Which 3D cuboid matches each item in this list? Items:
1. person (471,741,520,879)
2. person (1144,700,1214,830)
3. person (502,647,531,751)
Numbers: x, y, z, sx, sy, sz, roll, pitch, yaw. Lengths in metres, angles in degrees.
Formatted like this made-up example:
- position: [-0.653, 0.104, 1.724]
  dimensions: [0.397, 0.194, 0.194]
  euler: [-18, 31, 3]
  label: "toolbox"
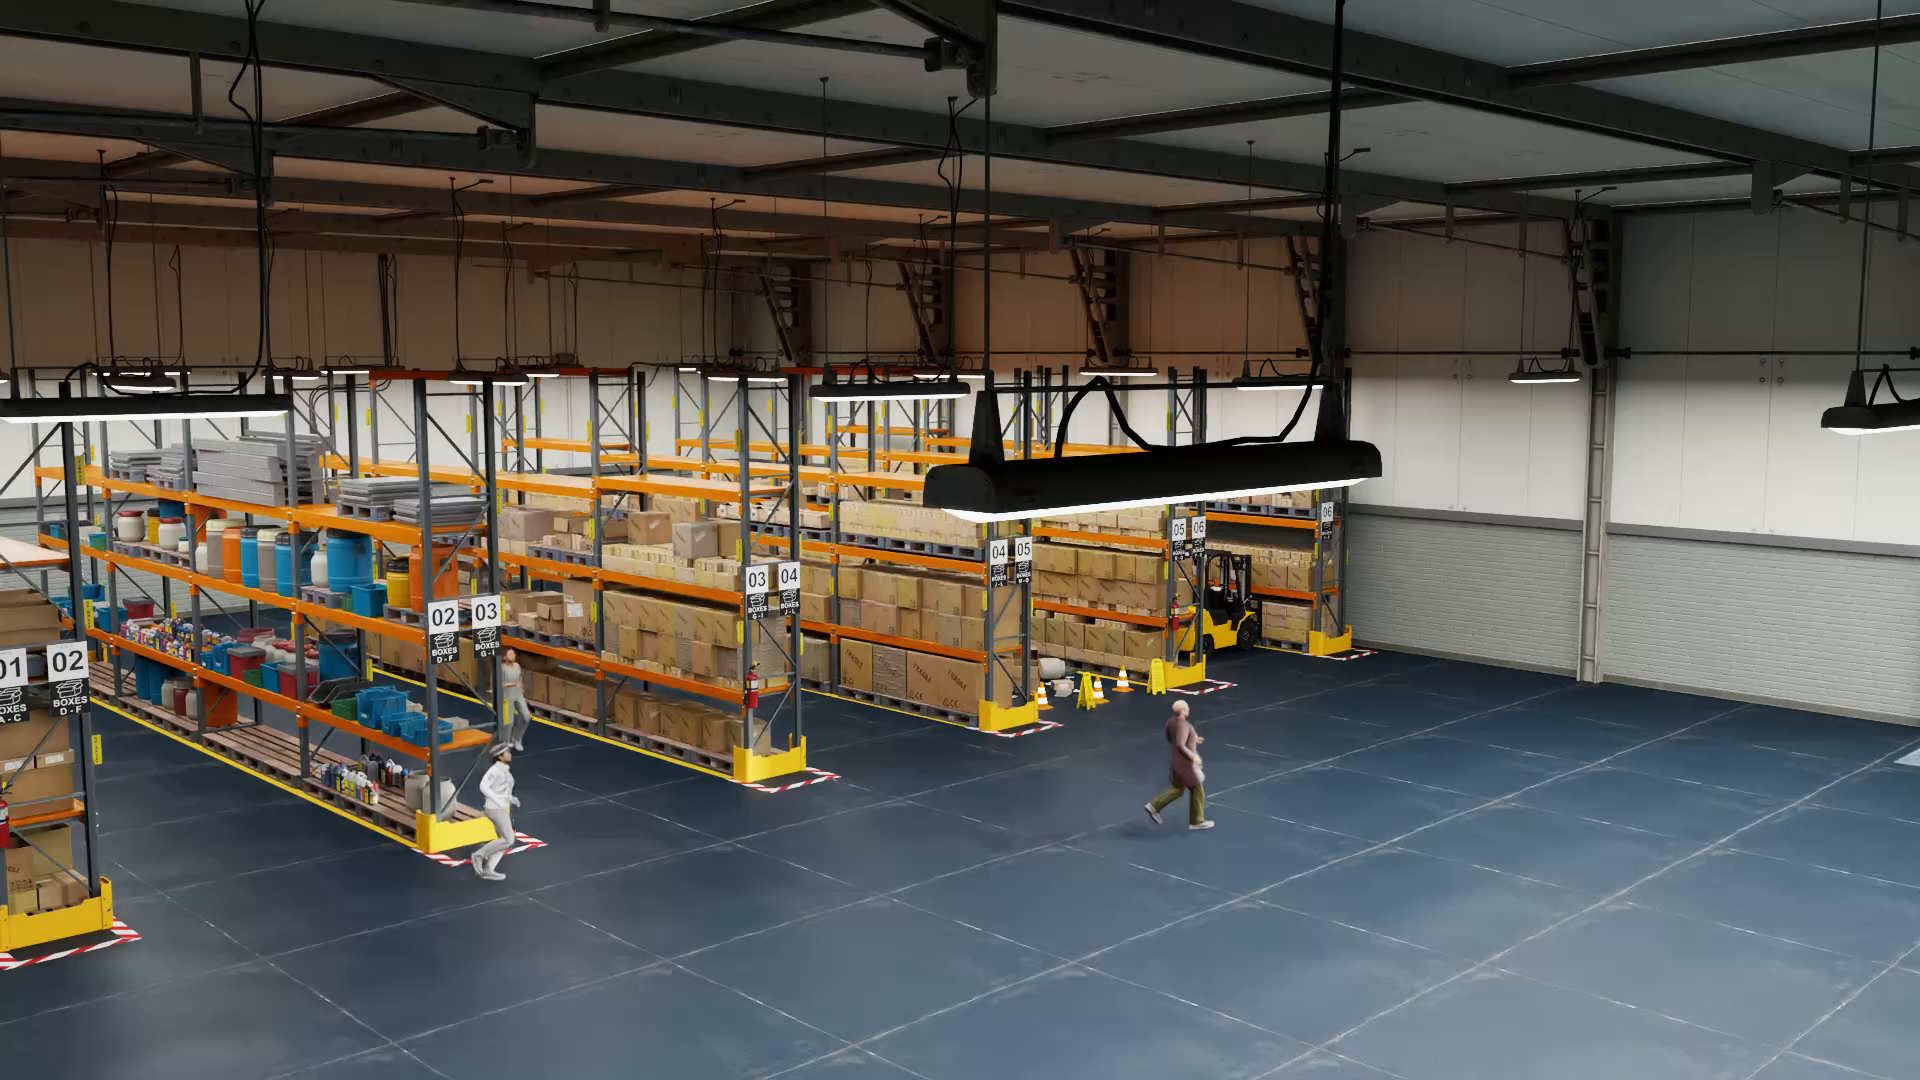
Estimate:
- position: [-5.601, 3.258, 20.180]
  dimensions: [0.502, 1.609, 0.663]
  euler: [-1, 6, -5]
  label: "person"
- position: [2.922, 2.978, 21.966]
  dimensions: [0.980, 1.752, 0.719]
  euler: [-2, 7, -20]
  label: "person"
- position: [-7.089, 2.533, 26.403]
  dimensions: [0.641, 1.678, 0.546]
  euler: [6, 9, 41]
  label: "person"
